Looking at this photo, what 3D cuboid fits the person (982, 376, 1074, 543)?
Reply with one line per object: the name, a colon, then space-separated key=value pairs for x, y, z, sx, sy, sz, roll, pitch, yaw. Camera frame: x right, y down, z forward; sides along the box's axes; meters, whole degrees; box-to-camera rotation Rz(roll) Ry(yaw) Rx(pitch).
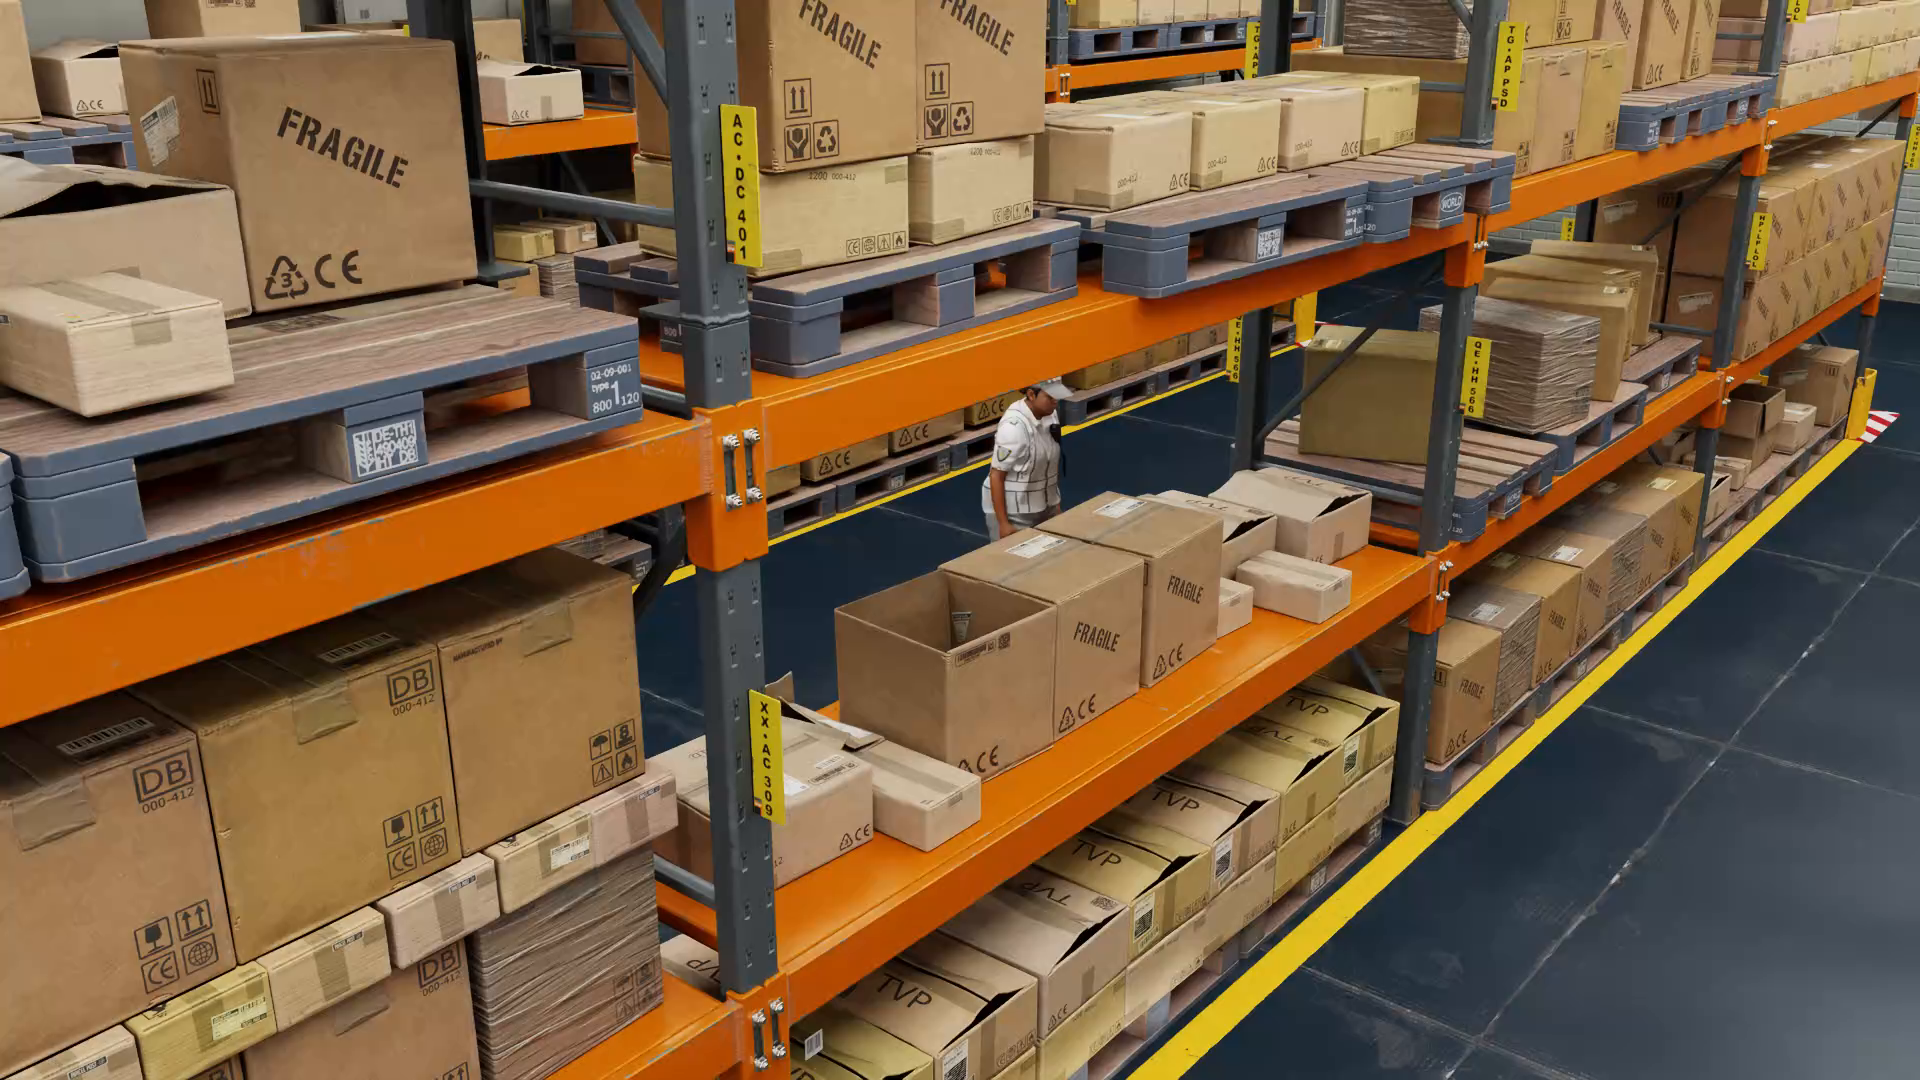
person: x=0.372 y=-0.134 z=8.929 sx=0.469 sy=1.665 sz=0.537 roll=16 pitch=25 yaw=36
